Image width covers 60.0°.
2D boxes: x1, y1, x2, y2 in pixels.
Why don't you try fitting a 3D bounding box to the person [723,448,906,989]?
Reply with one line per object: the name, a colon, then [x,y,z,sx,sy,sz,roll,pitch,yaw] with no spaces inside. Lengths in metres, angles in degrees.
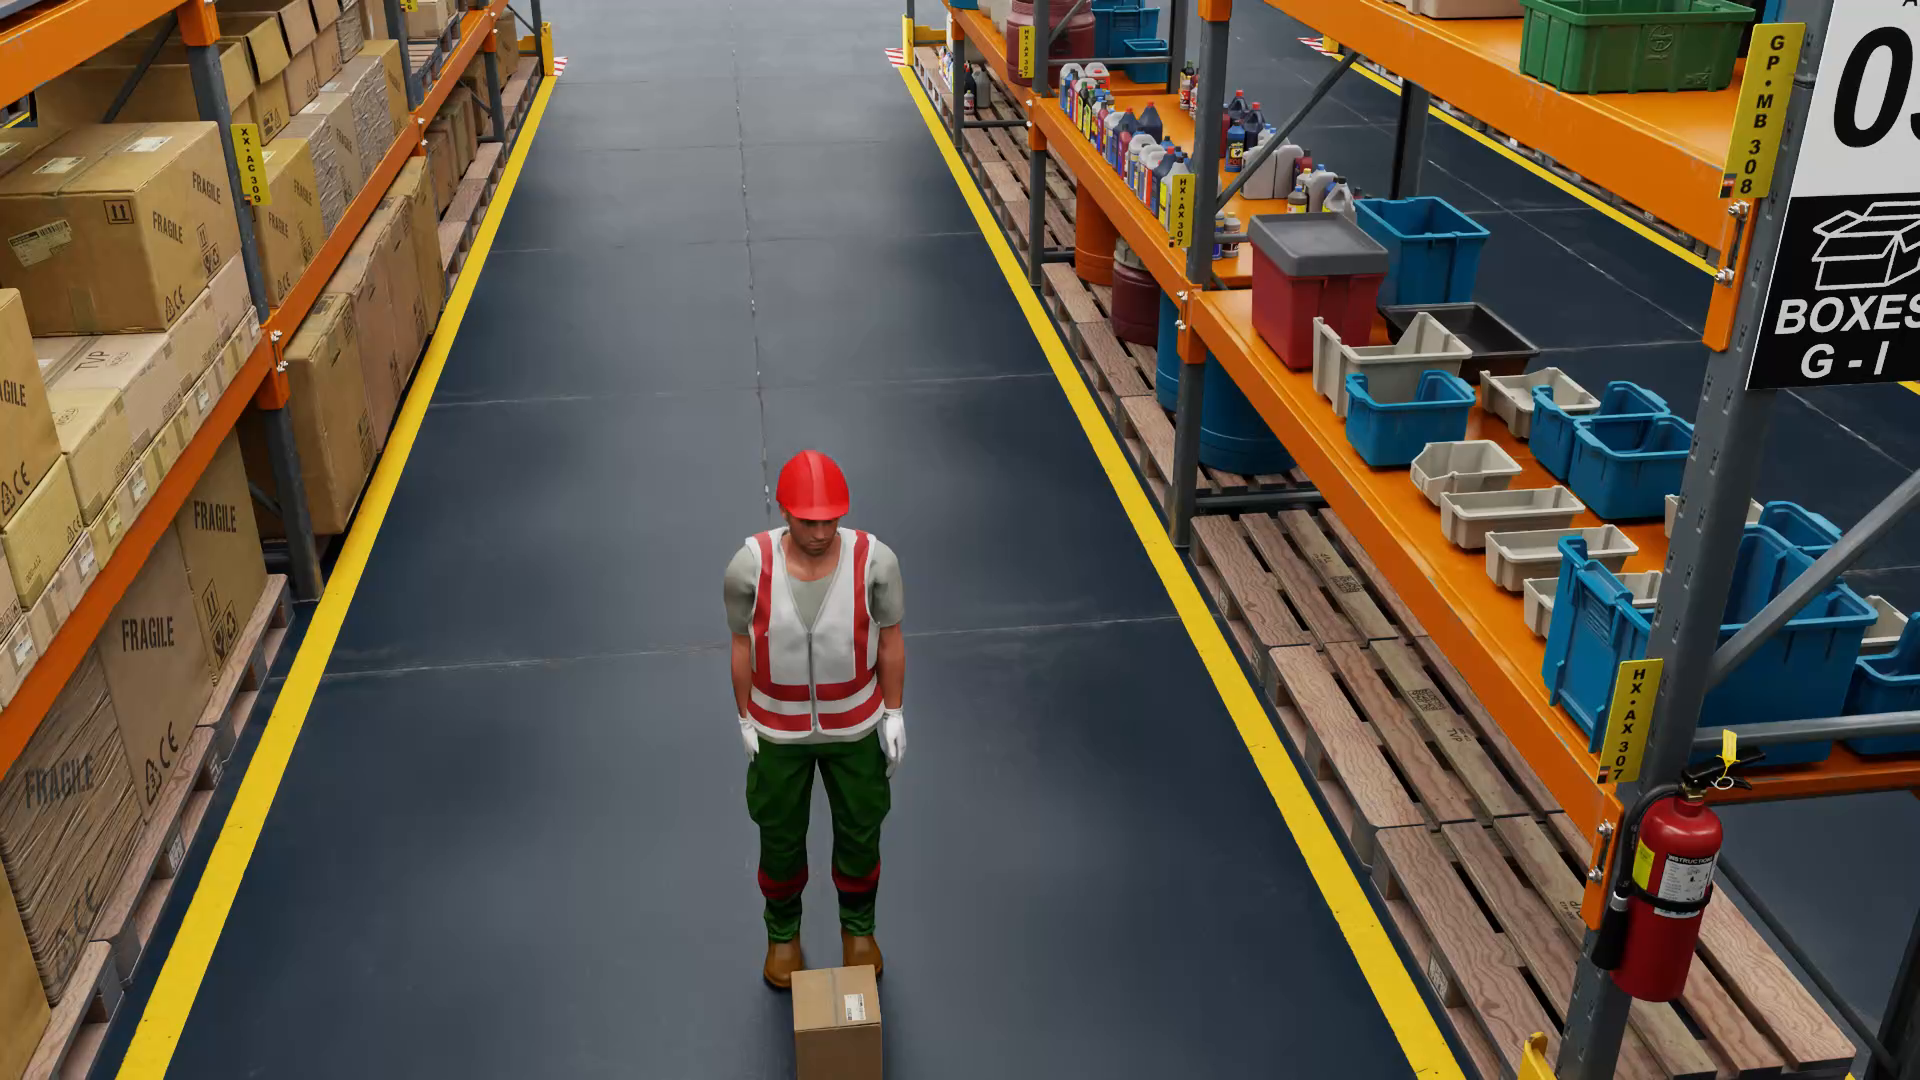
person: [-0.420,0.553,5.010,0.526,1.781,0.343,-3,27,-6]
